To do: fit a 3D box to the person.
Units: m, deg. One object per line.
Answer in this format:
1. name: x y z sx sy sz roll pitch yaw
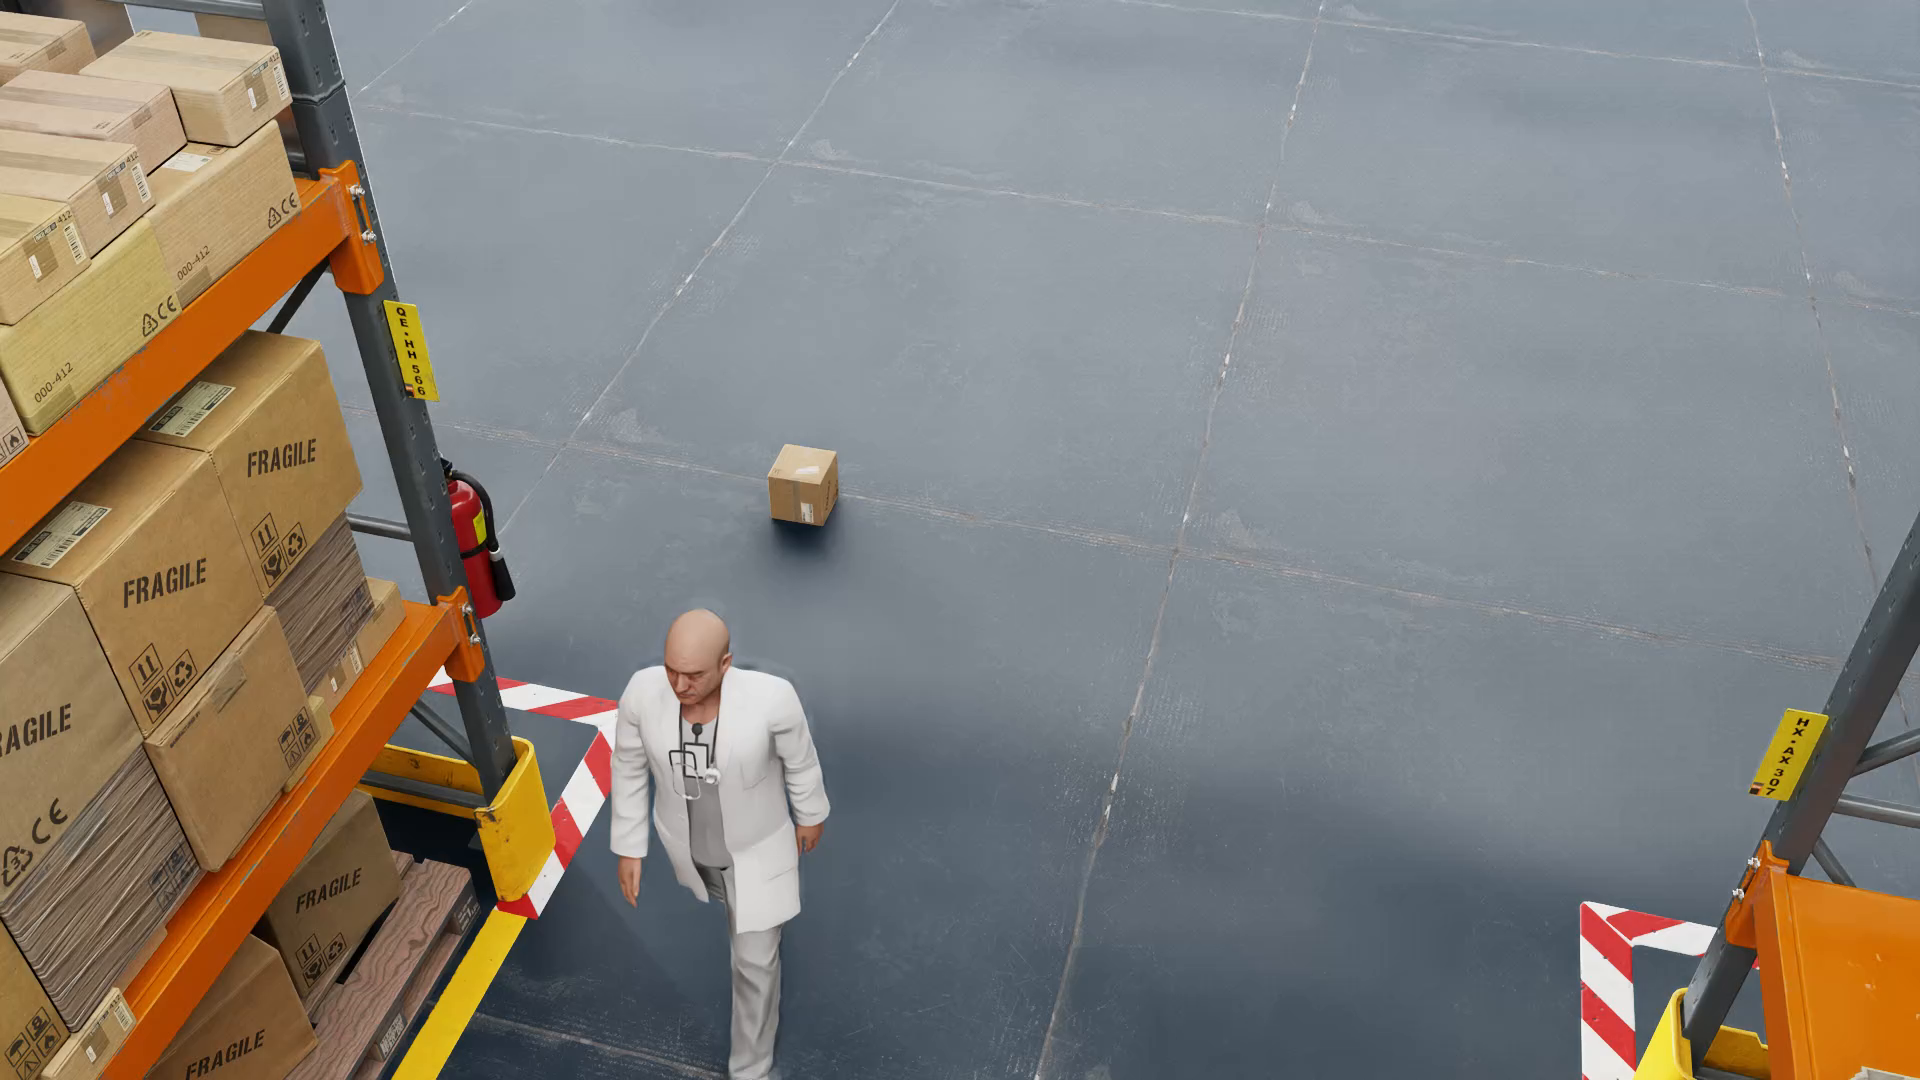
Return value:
1. person: -0.742 0.948 5.069 0.620 1.806 0.902 8 41 9
